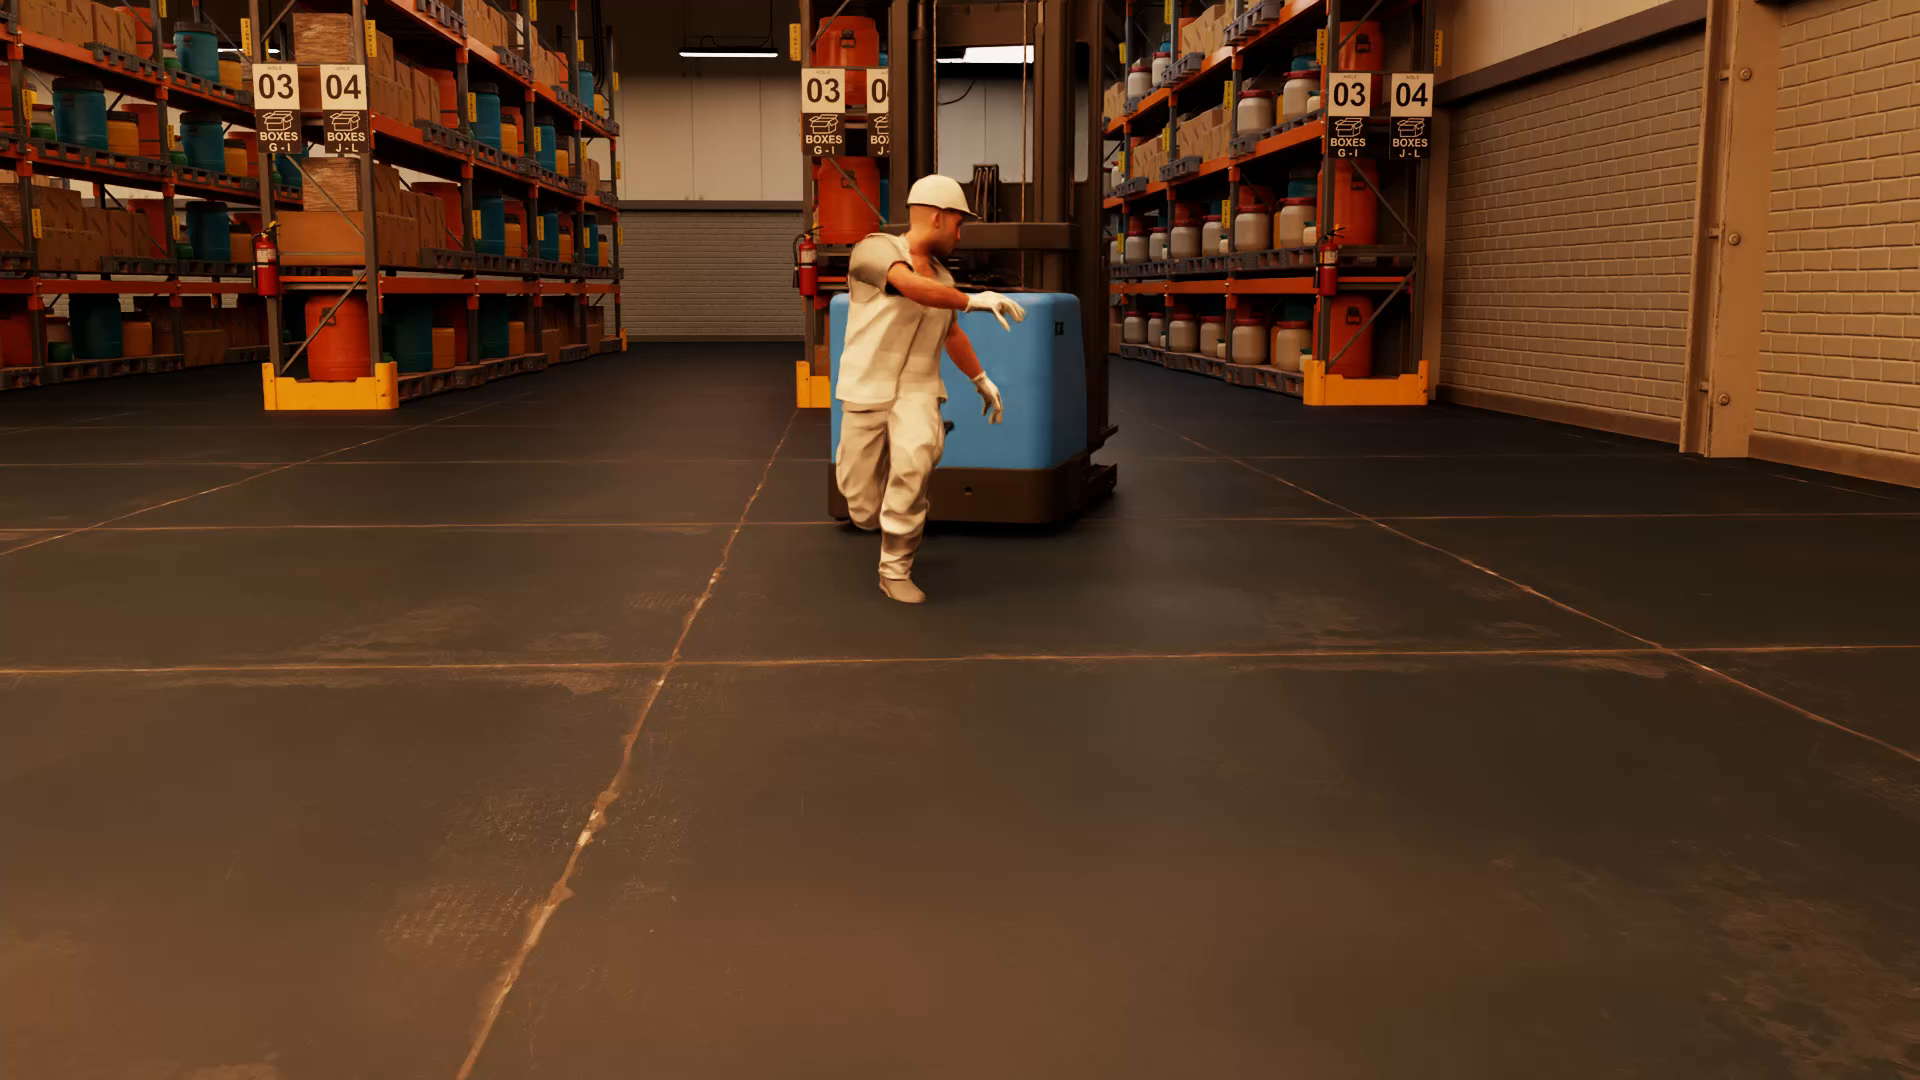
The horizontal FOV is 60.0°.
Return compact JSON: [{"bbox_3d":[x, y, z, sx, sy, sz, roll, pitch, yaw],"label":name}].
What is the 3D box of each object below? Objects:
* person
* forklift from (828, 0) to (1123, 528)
[{"bbox_3d":[-0.118,-0.574,6.182,0.703,1.538,0.962,-2,9,-11],"label":"person"},{"bbox_3d":[0.235,-1.681,8.649,1.130,2.935,3.031,2,9,13],"label":"forklift"}]
